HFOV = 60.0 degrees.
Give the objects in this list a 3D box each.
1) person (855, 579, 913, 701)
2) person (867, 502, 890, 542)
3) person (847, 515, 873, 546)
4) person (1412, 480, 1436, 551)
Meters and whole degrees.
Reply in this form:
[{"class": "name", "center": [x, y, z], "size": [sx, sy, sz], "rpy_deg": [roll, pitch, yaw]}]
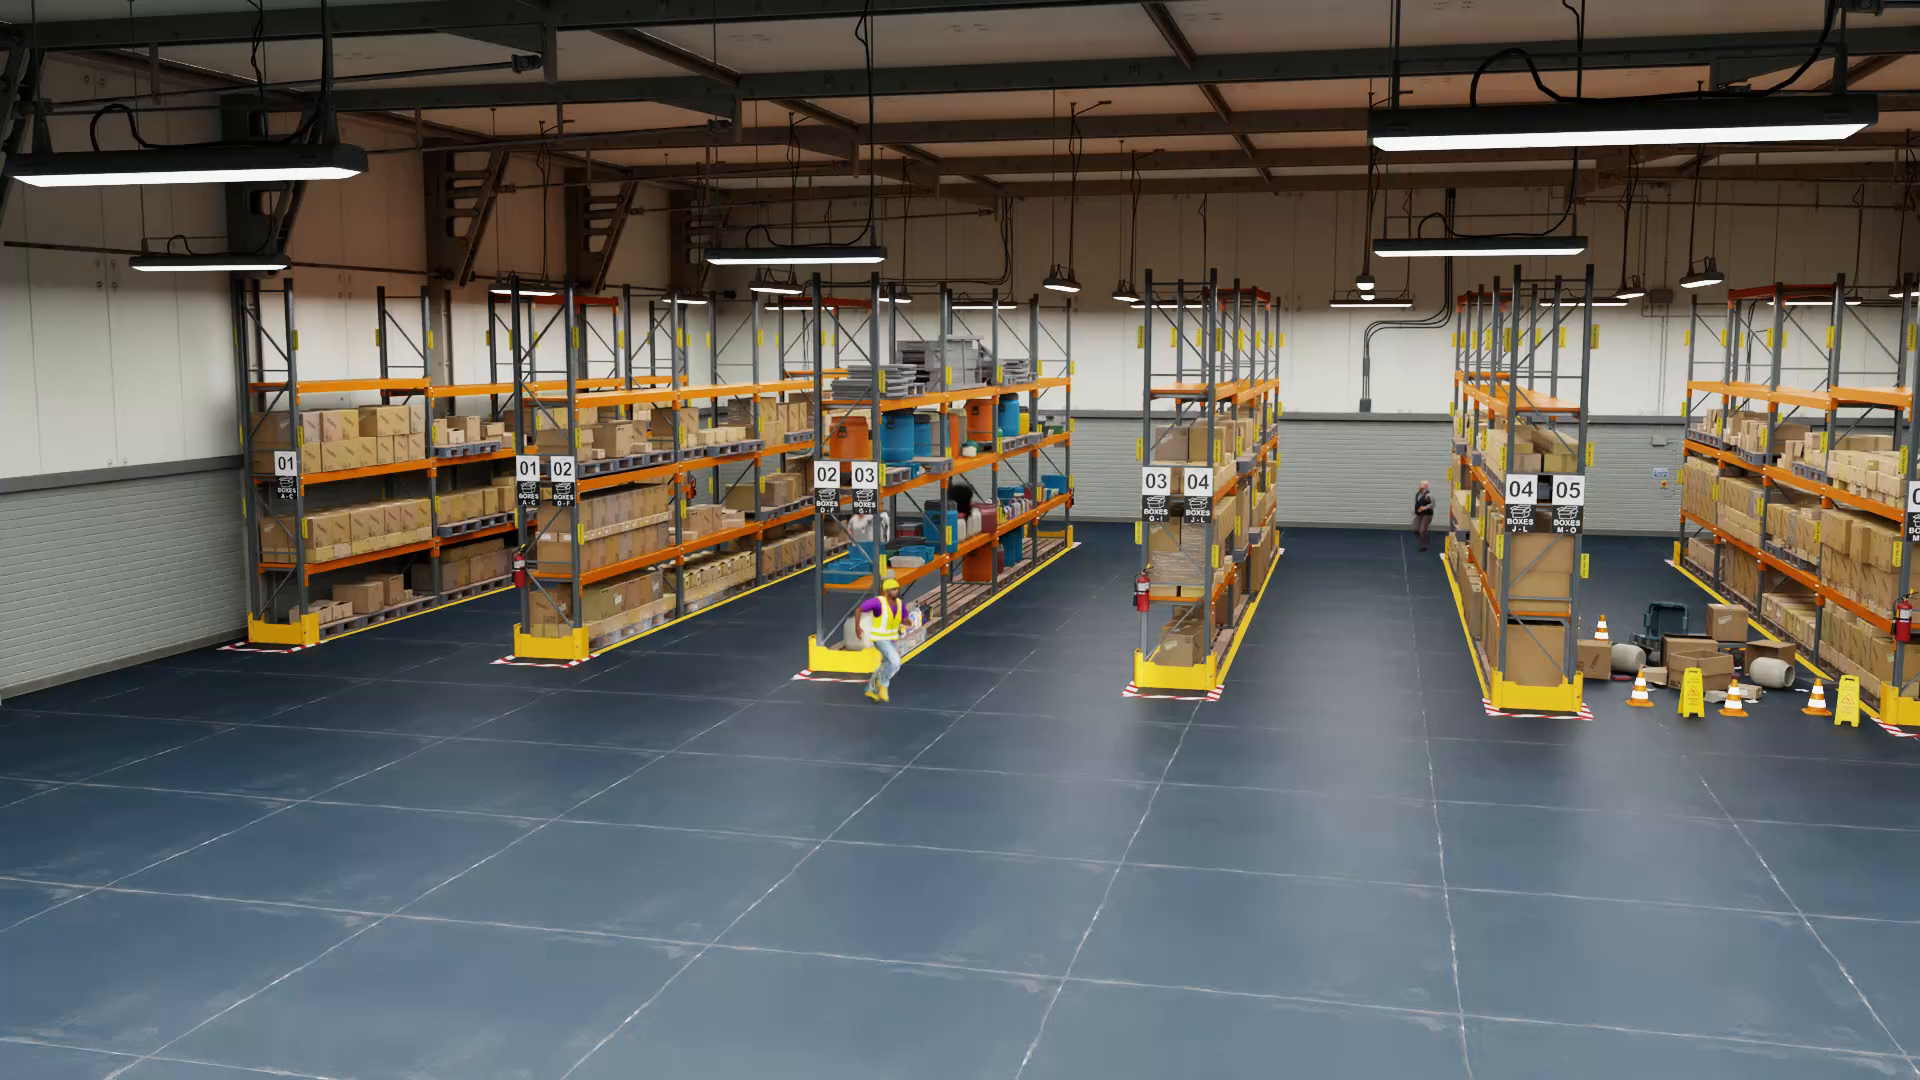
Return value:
[{"class": "person", "center": [-1.017, 1.381, 22.933], "size": [0.779, 1.708, 0.740], "rpy_deg": [6, 9, 43]}, {"class": "person", "center": [-1.715, -0.069, 34.423], "size": [0.612, 1.597, 0.519], "rpy_deg": [1, 7, 11]}, {"class": "person", "center": [-1.860, 0.123, 31.511], "size": [0.553, 1.669, 0.799], "rpy_deg": [1, 7, 11]}, {"class": "person", "center": [11.018, -0.572, 39.575], "size": [0.607, 1.693, 0.651], "rpy_deg": [-4, 8, -31]}]
